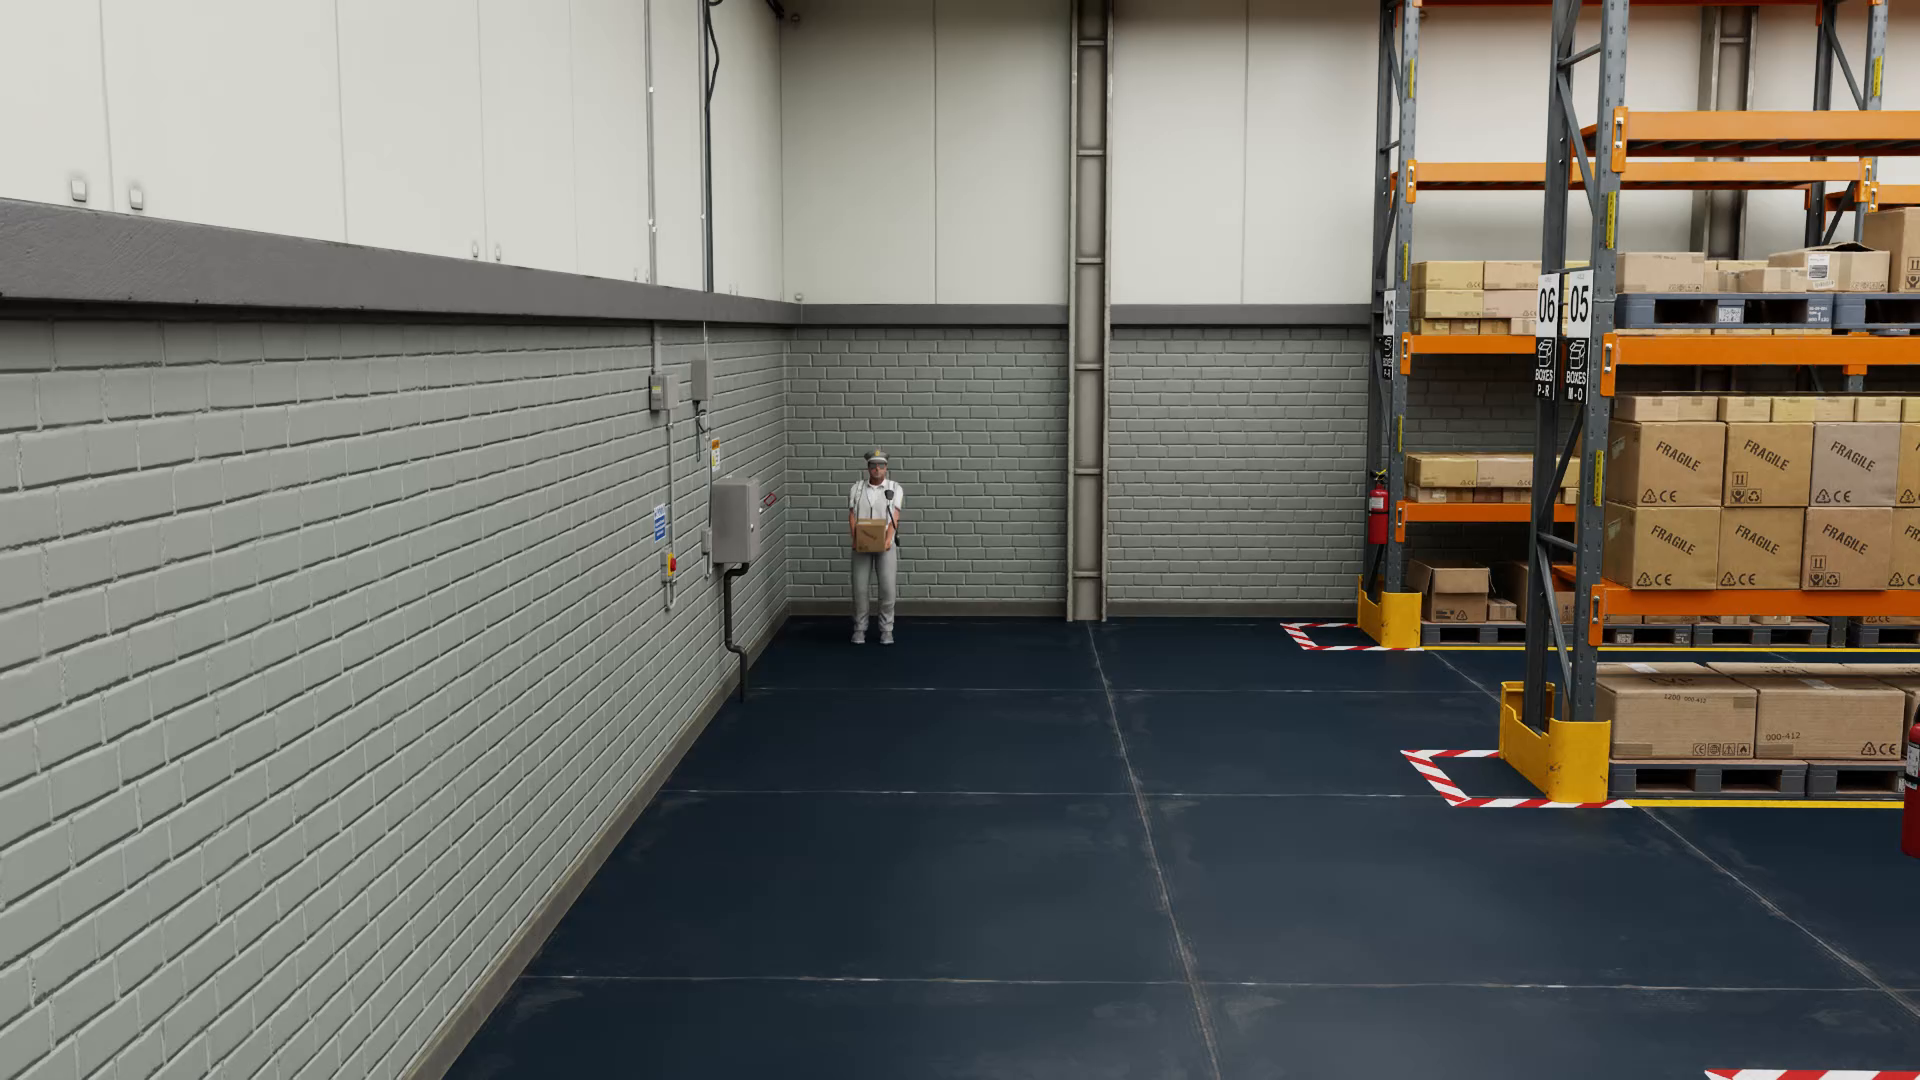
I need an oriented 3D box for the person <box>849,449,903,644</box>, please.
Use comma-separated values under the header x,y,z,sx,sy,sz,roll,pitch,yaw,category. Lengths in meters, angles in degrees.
x,y,z,sx,sy,sz,roll,pitch,yaw,category
-0.773,0.061,15.173,0.493,1.767,0.566,0,7,2,person
